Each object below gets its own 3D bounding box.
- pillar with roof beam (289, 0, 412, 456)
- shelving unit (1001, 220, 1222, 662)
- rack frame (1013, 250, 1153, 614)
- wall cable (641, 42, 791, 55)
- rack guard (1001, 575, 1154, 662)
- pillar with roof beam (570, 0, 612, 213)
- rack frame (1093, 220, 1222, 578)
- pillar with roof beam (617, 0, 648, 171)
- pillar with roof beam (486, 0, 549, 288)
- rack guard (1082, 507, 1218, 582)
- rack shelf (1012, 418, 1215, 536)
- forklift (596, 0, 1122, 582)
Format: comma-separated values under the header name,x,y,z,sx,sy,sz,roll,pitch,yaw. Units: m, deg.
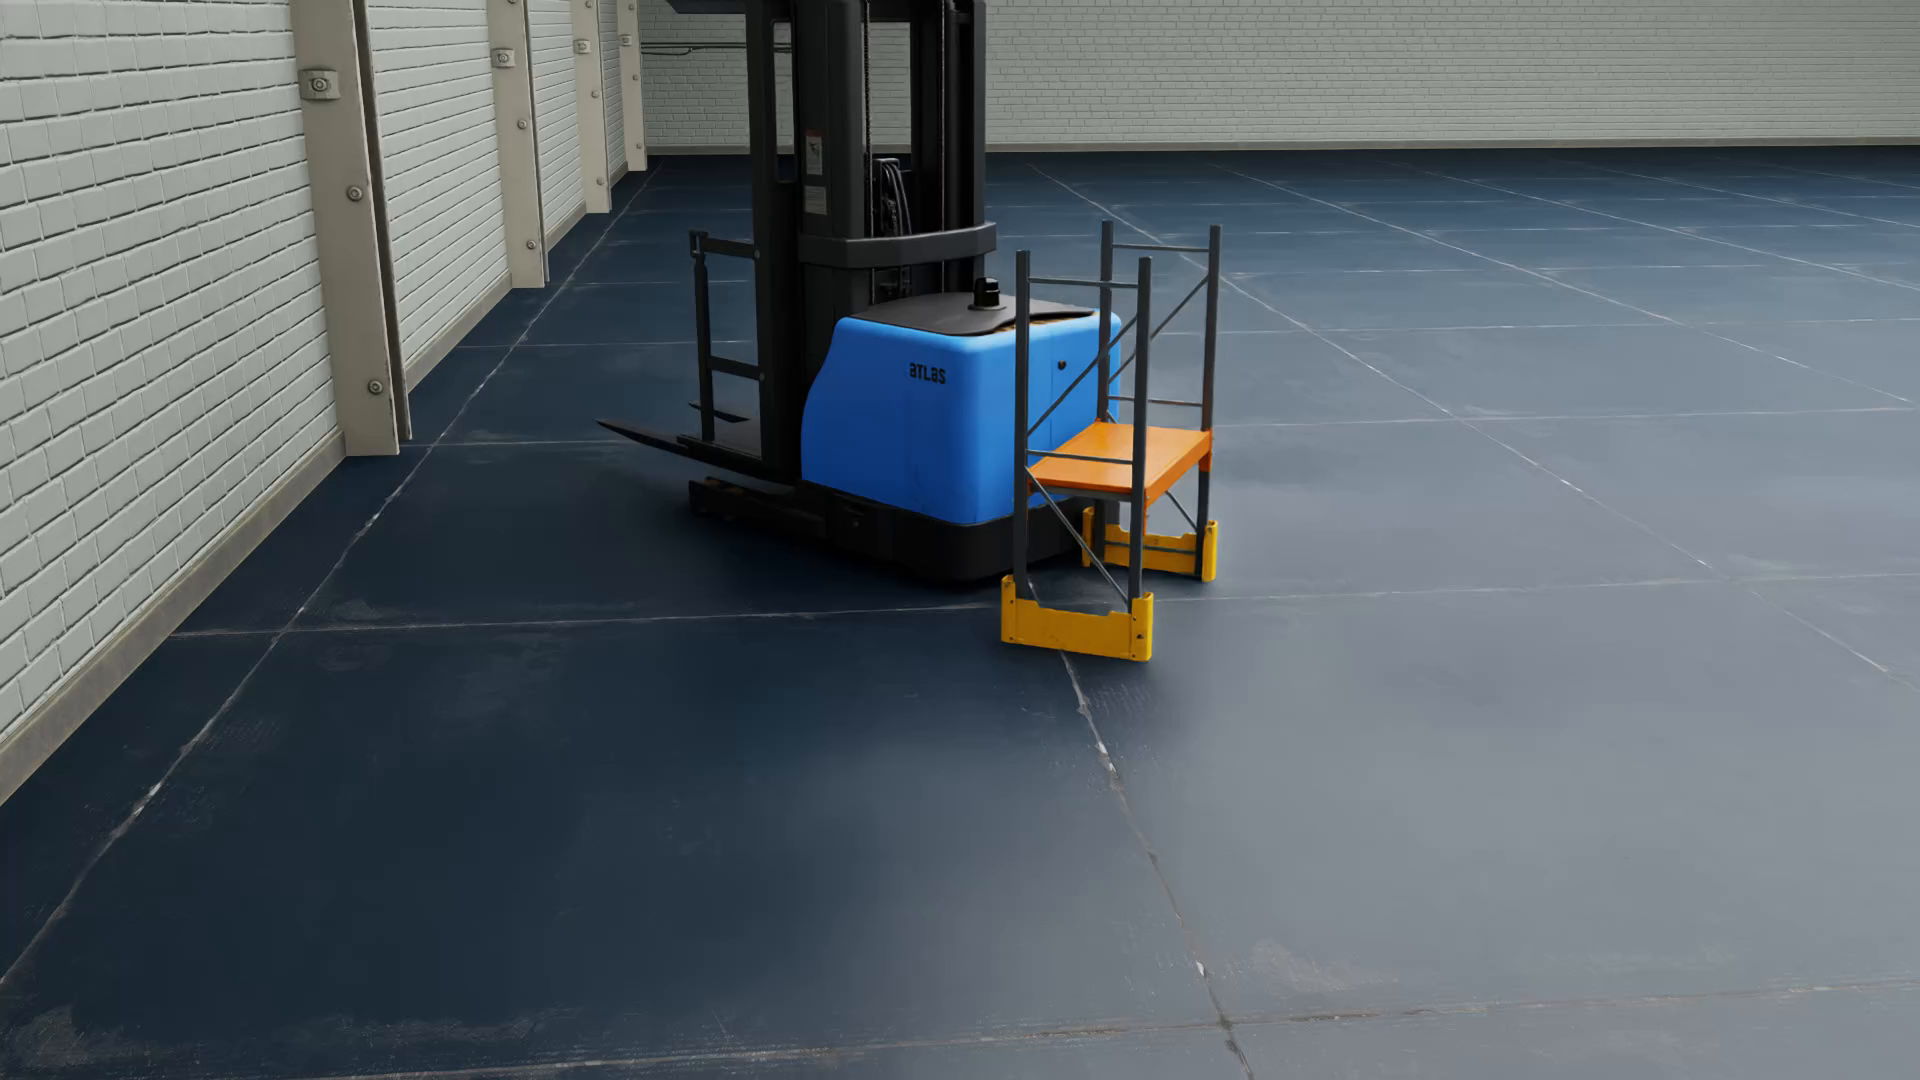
name,x,y,z,sx,sy,sz,roll,pitch,yaw
pillar with roof beam,1.003,-4.951,8.425,9.100,9.000,0.400,-2,18,-6
shelving unit,0.629,-0.439,6.572,0.587,1.500,1.083,7,19,21
rack frame,0.440,-0.301,6.131,0.500,1.500,0.032,7,19,21
wall cable,-4.124,-9.618,28.474,3.097,2.526,0.112,-2,18,-6
rack guard,0.440,0.295,6.319,0.587,0.250,0.087,7,19,21
pillar with roof beam,-0.235,-8.526,19.813,9.100,9.000,0.400,-2,18,-6
rack frame,0.824,-0.583,7.029,0.500,1.500,0.032,7,19,21
pillar with roof beam,-0.854,-10.314,25.507,9.100,9.000,0.400,-2,18,-6
pillar with roof beam,0.384,-6.739,14.119,9.100,9.000,0.400,-2,18,-6
rack guard,0.817,0.019,7.199,0.587,0.250,0.087,7,19,21
rack shelf,0.632,-0.270,6.634,0.538,0.185,1.000,7,19,21
forklift,-0.671,-1.581,7.820,1.130,2.935,3.031,-17,24,-42
